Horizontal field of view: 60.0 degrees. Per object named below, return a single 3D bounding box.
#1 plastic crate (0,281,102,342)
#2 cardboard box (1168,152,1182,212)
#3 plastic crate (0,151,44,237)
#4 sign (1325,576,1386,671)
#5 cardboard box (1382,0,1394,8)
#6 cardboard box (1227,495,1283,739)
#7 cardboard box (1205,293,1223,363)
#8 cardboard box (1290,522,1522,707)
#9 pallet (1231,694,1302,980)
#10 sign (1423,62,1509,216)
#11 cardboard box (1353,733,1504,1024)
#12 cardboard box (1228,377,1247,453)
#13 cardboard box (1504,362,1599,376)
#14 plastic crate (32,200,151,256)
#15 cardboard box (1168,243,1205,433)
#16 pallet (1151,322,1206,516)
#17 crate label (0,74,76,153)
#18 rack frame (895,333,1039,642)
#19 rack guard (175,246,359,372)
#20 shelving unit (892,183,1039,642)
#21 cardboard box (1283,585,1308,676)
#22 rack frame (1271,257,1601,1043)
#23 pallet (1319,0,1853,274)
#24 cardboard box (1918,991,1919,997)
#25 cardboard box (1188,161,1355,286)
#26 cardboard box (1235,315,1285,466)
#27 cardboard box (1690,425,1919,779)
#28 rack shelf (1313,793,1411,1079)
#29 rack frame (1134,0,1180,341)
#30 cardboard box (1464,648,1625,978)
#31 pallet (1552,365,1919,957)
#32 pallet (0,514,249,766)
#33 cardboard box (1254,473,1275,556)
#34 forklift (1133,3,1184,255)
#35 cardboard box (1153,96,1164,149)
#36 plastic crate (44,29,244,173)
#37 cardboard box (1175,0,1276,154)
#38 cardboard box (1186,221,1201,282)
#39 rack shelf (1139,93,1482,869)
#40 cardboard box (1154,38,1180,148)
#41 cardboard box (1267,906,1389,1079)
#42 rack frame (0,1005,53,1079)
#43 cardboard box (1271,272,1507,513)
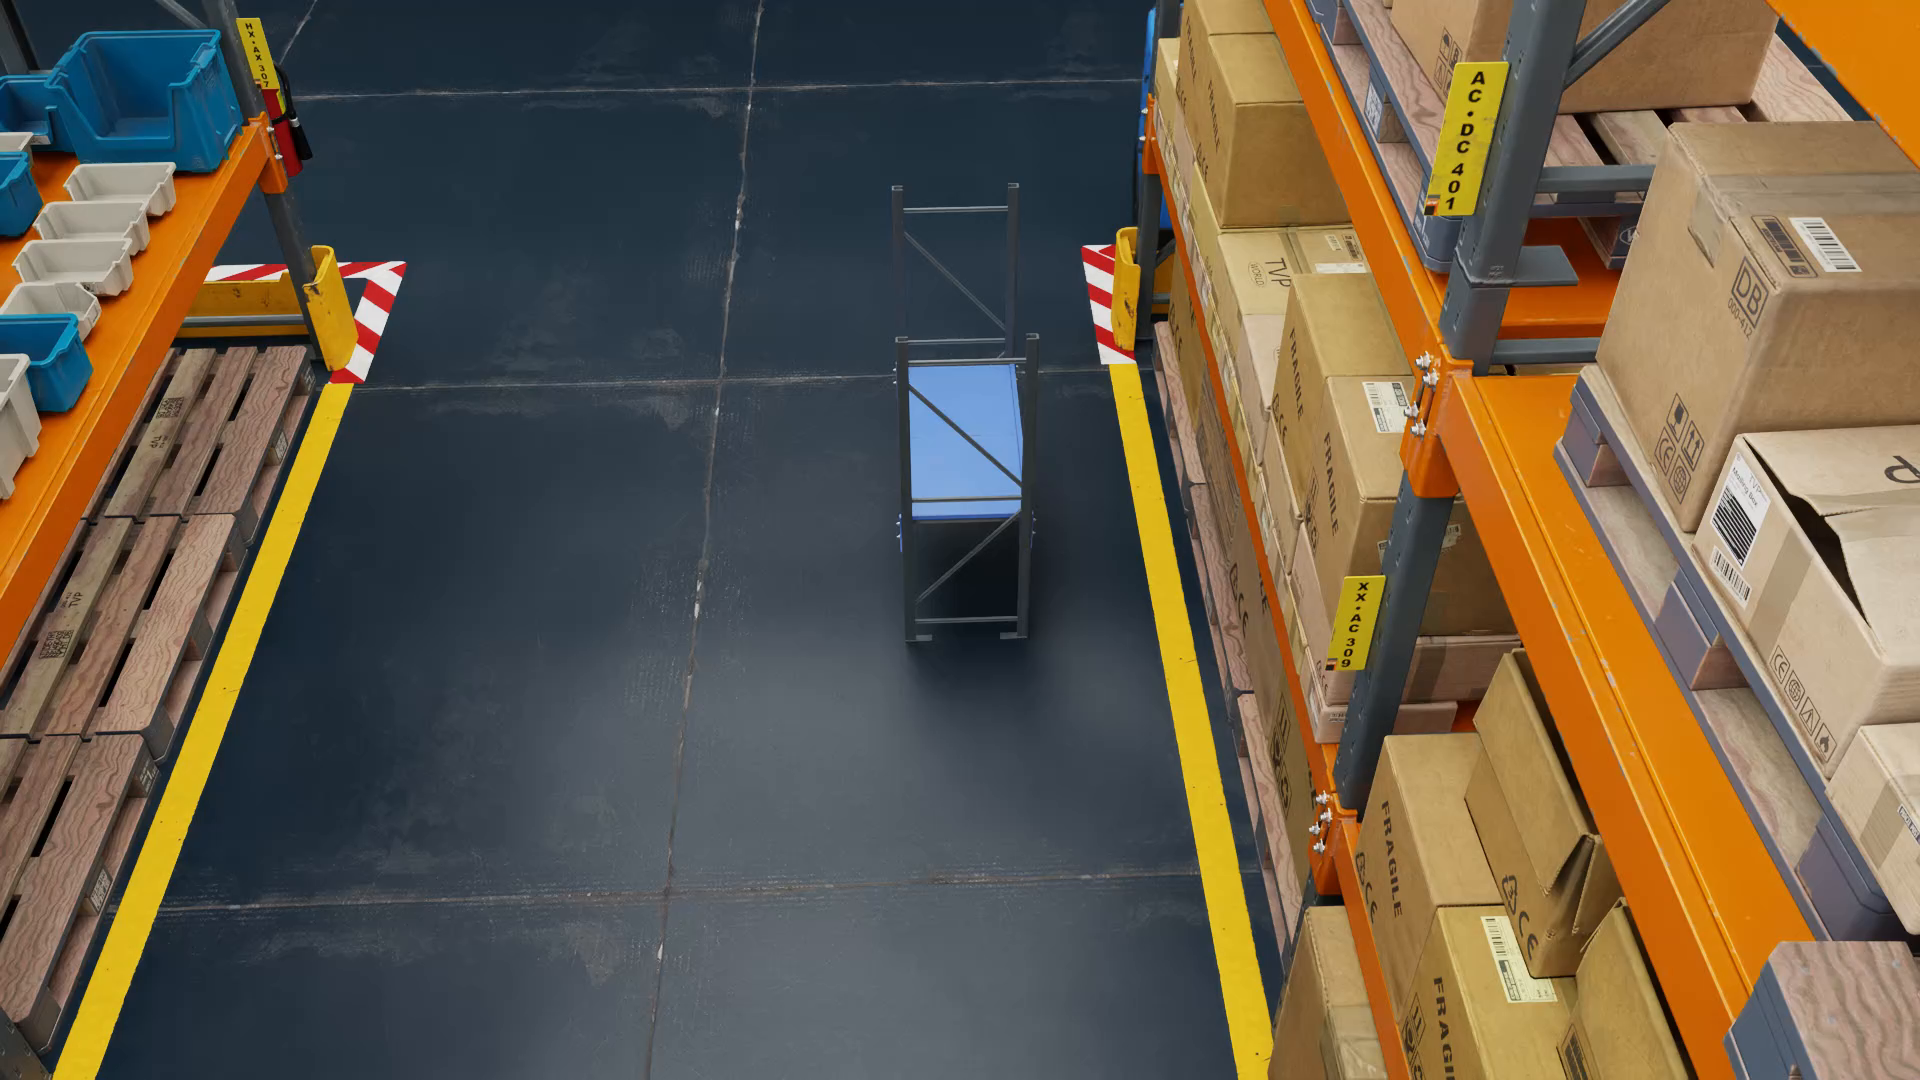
[{"bbox_3d":[-3.310,-0.815,6.070,0.298,0.136,0.250,-2,43,-2],"label":"plastic crate"},{"bbox_3d":[1.067,-1.473,6.823,0.380,0.149,0.250,-3,43,-3],"label":"cardboard box"},{"bbox_3d":[-3.881,-1.358,6.592,0.416,0.233,0.300,-2,43,-2],"label":"plastic crate"},{"bbox_3d":[0.974,0.208,4.104,0.100,0.325,0.005,-2,43,-2],"label":"sign"},{"bbox_3d":[1.416,-1.684,4.189,0.700,0.500,0.500,0,43,0],"label":"cardboard box"},{"bbox_3d":[1.542,0.113,6.169,0.875,0.875,0.875,-2,43,-2],"label":"cardboard box"},{"bbox_3d":[1.110,-0.781,6.068,0.380,0.149,0.250,-3,43,-3],"label":"cardboard box"},{"bbox_3d":[1.247,0.195,4.708,0.500,0.250,0.500,-2,43,-3],"label":"cardboard box"},{"bbox_3d":[1.574,1.052,5.946,1.003,0.211,1.213,-2,43,-2],"label":"pallet"},{"bbox_3d":[0.974,-0.769,3.208,0.100,0.325,0.005,-2,43,-2],"label":"sign"},{"bbox_3d":[1.298,0.821,4.061,0.500,0.500,0.500,-2,43,-2],"label":"cardboard box"},{"bbox_3d":[1.133,-0.432,5.687,0.380,0.149,0.250,-2,43,-2],"label":"cardboard box"},{"bbox_3d":[1.750,-0.454,4.862,0.500,0.500,0.500,-2,43,-2],"label":"cardboard box"},{"bbox_3d":[-3.377,-1.202,6.492,0.396,0.136,0.243,-2,43,-2],"label":"plastic crate"},{"bbox_3d":[1.465,-1.102,7.495,0.875,0.875,0.875,-2,43,-2],"label":"cardboard box"},{"bbox_3d":[1.470,-0.595,7.743,1.003,0.211,1.213,-2,43,-2],"label":"pallet"},{"bbox_3d":[-3.909,-1.803,7.076,0.416,0.233,0.303,-2,43,-2],"label":"crate label"},{"bbox_3d":[0.025,-0.152,6.306,0.500,1.500,0.032,-2,43,-2],"label":"rack frame"},{"bbox_3d":[-3.604,-1.113,8.094,1.175,0.500,0.348,-2,43,-2],"label":"rack guard"},{"bbox_3d":[0.004,-0.495,6.680,0.538,1.500,1.048,-2,43,-2],"label":"shelving unit"},{"bbox_3d":[1.177,0.262,4.930,0.380,0.149,0.250,-1,43,-1],"label":"cardboard box"},{"bbox_3d":[1.528,0.540,4.441,1.000,3.000,0.127,-2,43,-2],"label":"rack frame"},{"bbox_3d":[1.504,-1.086,4.061,1.003,0.211,1.213,-2,43,-2],"label":"pallet"},{"bbox_3d":[1.590,0.563,1.809,0.797,0.503,0.637,-2,43,-2],"label":"cardboard box"},{"bbox_3d":[1.155,-1.193,6.223,0.500,0.250,0.500,-3,43,-3],"label":"cardboard box"},{"bbox_3d":[1.201,-0.499,5.465,0.500,0.250,0.500,-1,43,-1],"label":"cardboard box"},{"bbox_3d":[1.485,0.055,2.505,0.500,0.311,0.500,-3,43,-3],"label":"cardboard box"},{"bbox_3d":[1.613,2.155,3.211,1.077,0.370,4.000,-2,43,-2],"label":"rack shelf"},{"bbox_3d":[1.358,-2.161,7.387,1.000,3.000,0.127,-2,43,-2],"label":"rack frame"},{"bbox_3d":[1.563,0.564,3.598,0.797,0.503,0.637,-3,43,-3],"label":"cardboard box"},{"bbox_3d":[1.616,0.122,2.819,0.805,0.209,1.217,-3,43,-4],"label":"pallet"},{"bbox_3d":[-3.545,0.389,6.670,1.003,0.211,1.213,-2,43,-2],"label":"pallet"},{"bbox_3d":[1.155,-0.085,5.309,0.380,0.149,0.250,-1,43,-1],"label":"cardboard box"},{"bbox_3d":[2.459,-2.733,8.062,3.031,2.935,1.130,3,43,3],"label":"forklift"},{"bbox_3d":[1.043,-1.819,7.200,0.380,0.149,0.250,-1,43,-1],"label":"cardboard box"},{"bbox_3d":[-3.390,-1.833,6.959,0.616,0.435,0.499,-2,43,-2],"label":"plastic crate"},{"bbox_3d":[1.130,-1.822,6.354,0.500,0.500,0.500,-3,43,-3],"label":"cardboard box"},{"bbox_3d":[1.089,-1.125,6.444,0.380,0.149,0.250,-2,43,-3],"label":"cardboard box"},{"bbox_3d":[1.443,-0.545,6.157,1.077,0.370,4.000,-2,43,-2],"label":"rack shelf"},{"bbox_3d":[1.109,-1.883,6.976,0.500,0.250,0.500,-3,43,-3],"label":"cardboard box"},{"bbox_3d":[1.575,1.600,4.547,1.225,0.875,0.875,-2,43,-2],"label":"cardboard box"},{"bbox_3d":[-3.421,0.682,4.286,1.000,3.000,0.127,-2,43,-2],"label":"rack frame"},{"bbox_3d":[1.224,-0.432,4.837,0.500,0.500,0.500,-1,43,-1],"label":"cardboard box"}]
